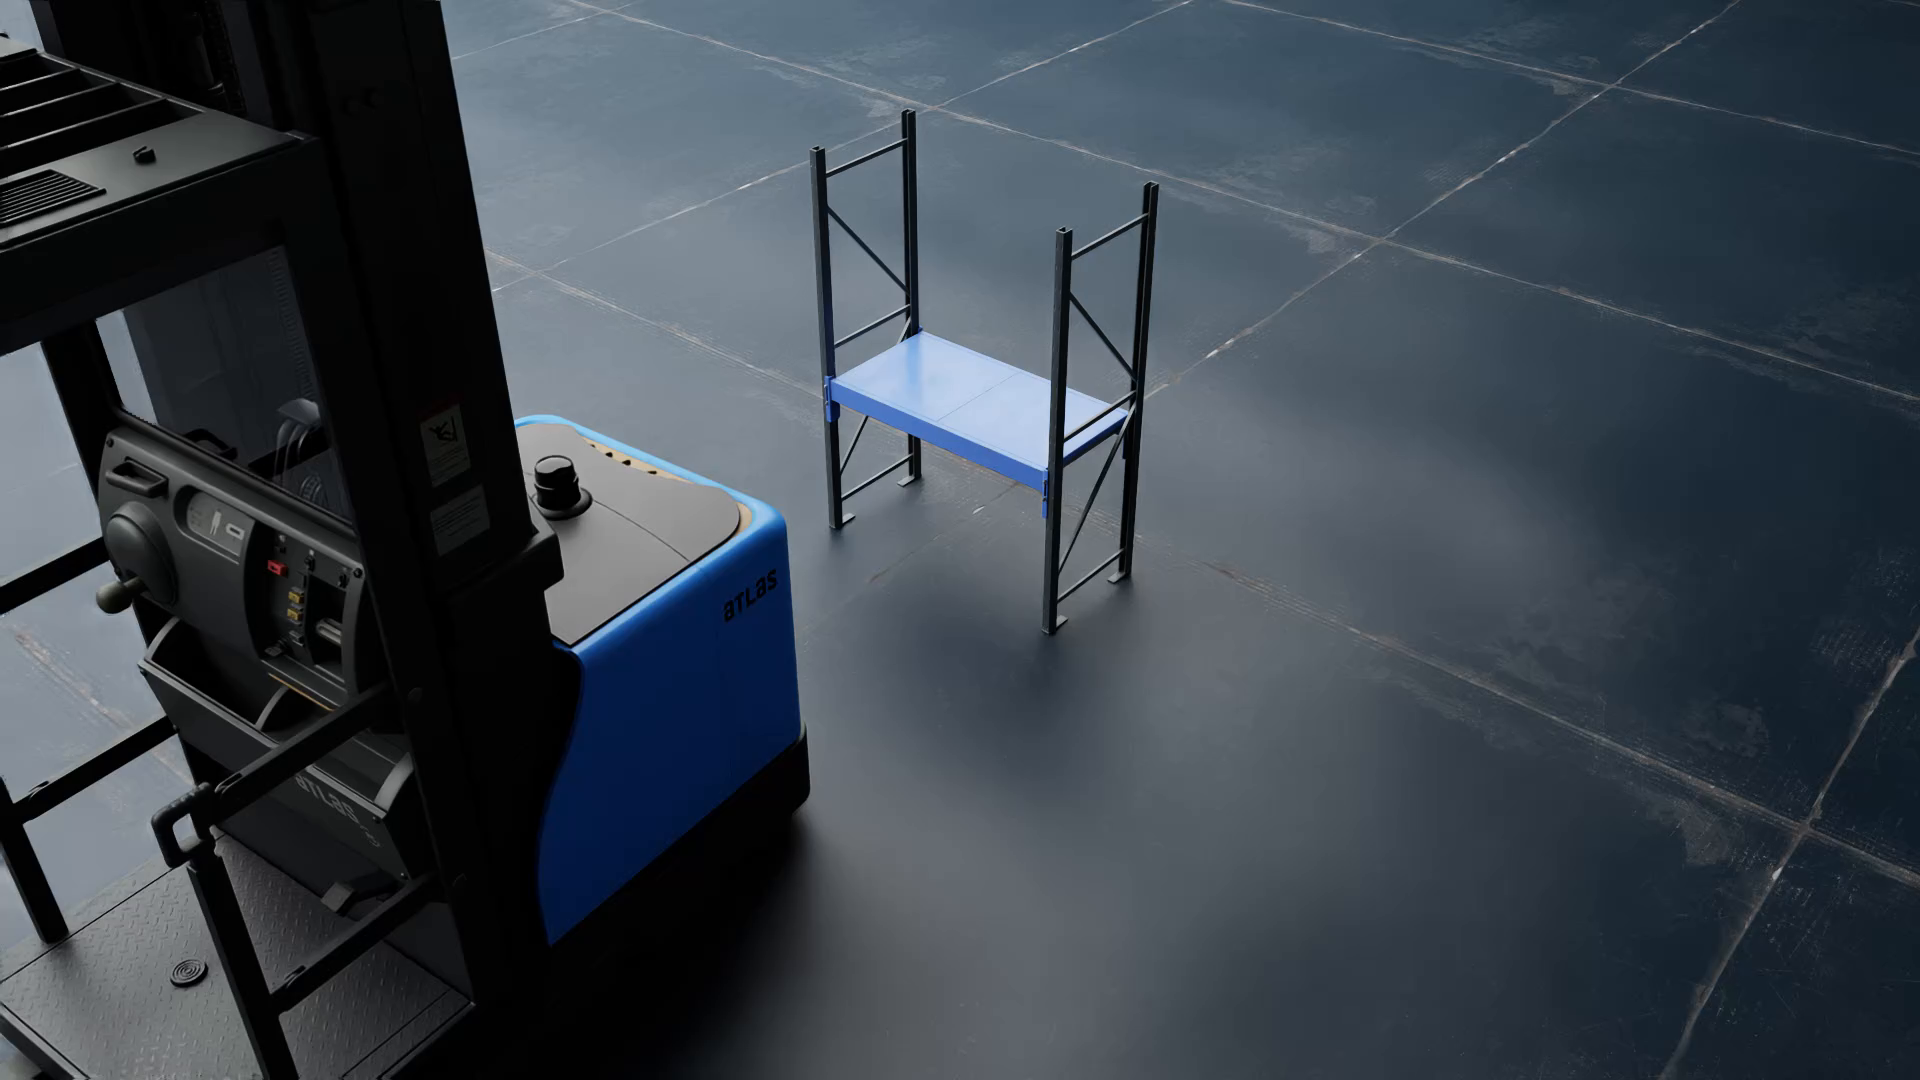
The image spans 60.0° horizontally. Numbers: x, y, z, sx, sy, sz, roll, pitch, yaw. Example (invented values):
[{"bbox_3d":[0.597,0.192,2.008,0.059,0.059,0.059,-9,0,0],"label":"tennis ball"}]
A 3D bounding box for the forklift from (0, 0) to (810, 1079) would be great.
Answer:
[{"bbox_3d":[-1.716,0.119,3.488,1.130,2.935,3.031,22,40,29],"label":"forklift"}]

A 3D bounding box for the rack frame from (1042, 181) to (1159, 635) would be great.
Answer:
[{"bbox_3d":[0.456,-0.403,5.512,0.032,1.500,0.500,25,42,32],"label":"rack frame"}]

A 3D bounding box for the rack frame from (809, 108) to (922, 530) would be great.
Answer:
[{"bbox_3d":[-0.325,-0.771,6.049,0.032,1.500,0.500,25,42,32],"label":"rack frame"}]

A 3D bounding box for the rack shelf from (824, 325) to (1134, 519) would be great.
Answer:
[{"bbox_3d":[0.066,-0.439,5.882,1.000,0.185,0.538,25,42,32],"label":"rack shelf"}]

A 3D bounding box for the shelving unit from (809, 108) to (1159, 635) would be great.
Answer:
[{"bbox_3d":[0.066,-0.587,5.780,1.048,1.500,0.538,25,42,32],"label":"shelving unit"}]
